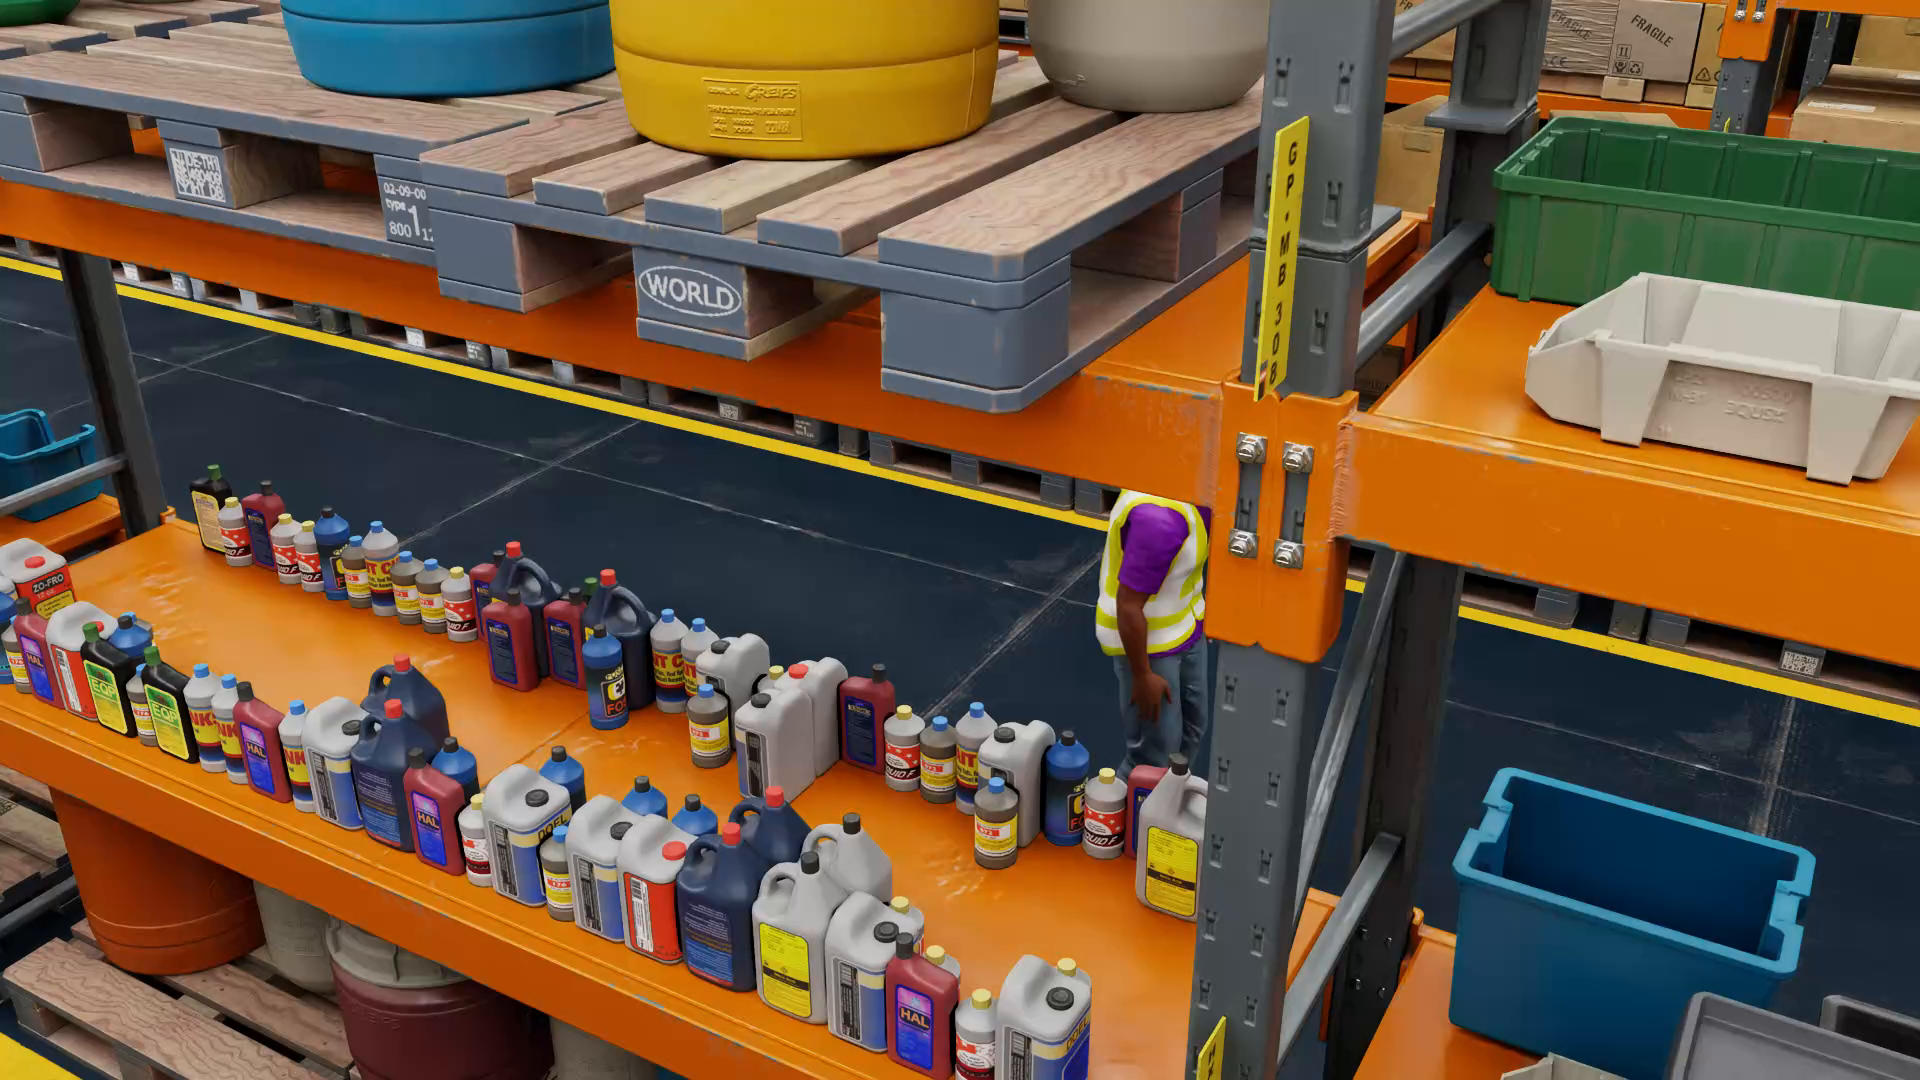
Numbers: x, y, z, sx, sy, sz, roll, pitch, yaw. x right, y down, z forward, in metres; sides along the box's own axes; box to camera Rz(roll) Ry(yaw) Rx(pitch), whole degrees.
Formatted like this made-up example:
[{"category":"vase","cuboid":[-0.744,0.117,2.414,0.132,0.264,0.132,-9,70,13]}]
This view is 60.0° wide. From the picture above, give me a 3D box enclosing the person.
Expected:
[{"category":"person","cuboid":[0.689,0.320,5.450,0.462,1.759,0.632,12,29,23]}]
